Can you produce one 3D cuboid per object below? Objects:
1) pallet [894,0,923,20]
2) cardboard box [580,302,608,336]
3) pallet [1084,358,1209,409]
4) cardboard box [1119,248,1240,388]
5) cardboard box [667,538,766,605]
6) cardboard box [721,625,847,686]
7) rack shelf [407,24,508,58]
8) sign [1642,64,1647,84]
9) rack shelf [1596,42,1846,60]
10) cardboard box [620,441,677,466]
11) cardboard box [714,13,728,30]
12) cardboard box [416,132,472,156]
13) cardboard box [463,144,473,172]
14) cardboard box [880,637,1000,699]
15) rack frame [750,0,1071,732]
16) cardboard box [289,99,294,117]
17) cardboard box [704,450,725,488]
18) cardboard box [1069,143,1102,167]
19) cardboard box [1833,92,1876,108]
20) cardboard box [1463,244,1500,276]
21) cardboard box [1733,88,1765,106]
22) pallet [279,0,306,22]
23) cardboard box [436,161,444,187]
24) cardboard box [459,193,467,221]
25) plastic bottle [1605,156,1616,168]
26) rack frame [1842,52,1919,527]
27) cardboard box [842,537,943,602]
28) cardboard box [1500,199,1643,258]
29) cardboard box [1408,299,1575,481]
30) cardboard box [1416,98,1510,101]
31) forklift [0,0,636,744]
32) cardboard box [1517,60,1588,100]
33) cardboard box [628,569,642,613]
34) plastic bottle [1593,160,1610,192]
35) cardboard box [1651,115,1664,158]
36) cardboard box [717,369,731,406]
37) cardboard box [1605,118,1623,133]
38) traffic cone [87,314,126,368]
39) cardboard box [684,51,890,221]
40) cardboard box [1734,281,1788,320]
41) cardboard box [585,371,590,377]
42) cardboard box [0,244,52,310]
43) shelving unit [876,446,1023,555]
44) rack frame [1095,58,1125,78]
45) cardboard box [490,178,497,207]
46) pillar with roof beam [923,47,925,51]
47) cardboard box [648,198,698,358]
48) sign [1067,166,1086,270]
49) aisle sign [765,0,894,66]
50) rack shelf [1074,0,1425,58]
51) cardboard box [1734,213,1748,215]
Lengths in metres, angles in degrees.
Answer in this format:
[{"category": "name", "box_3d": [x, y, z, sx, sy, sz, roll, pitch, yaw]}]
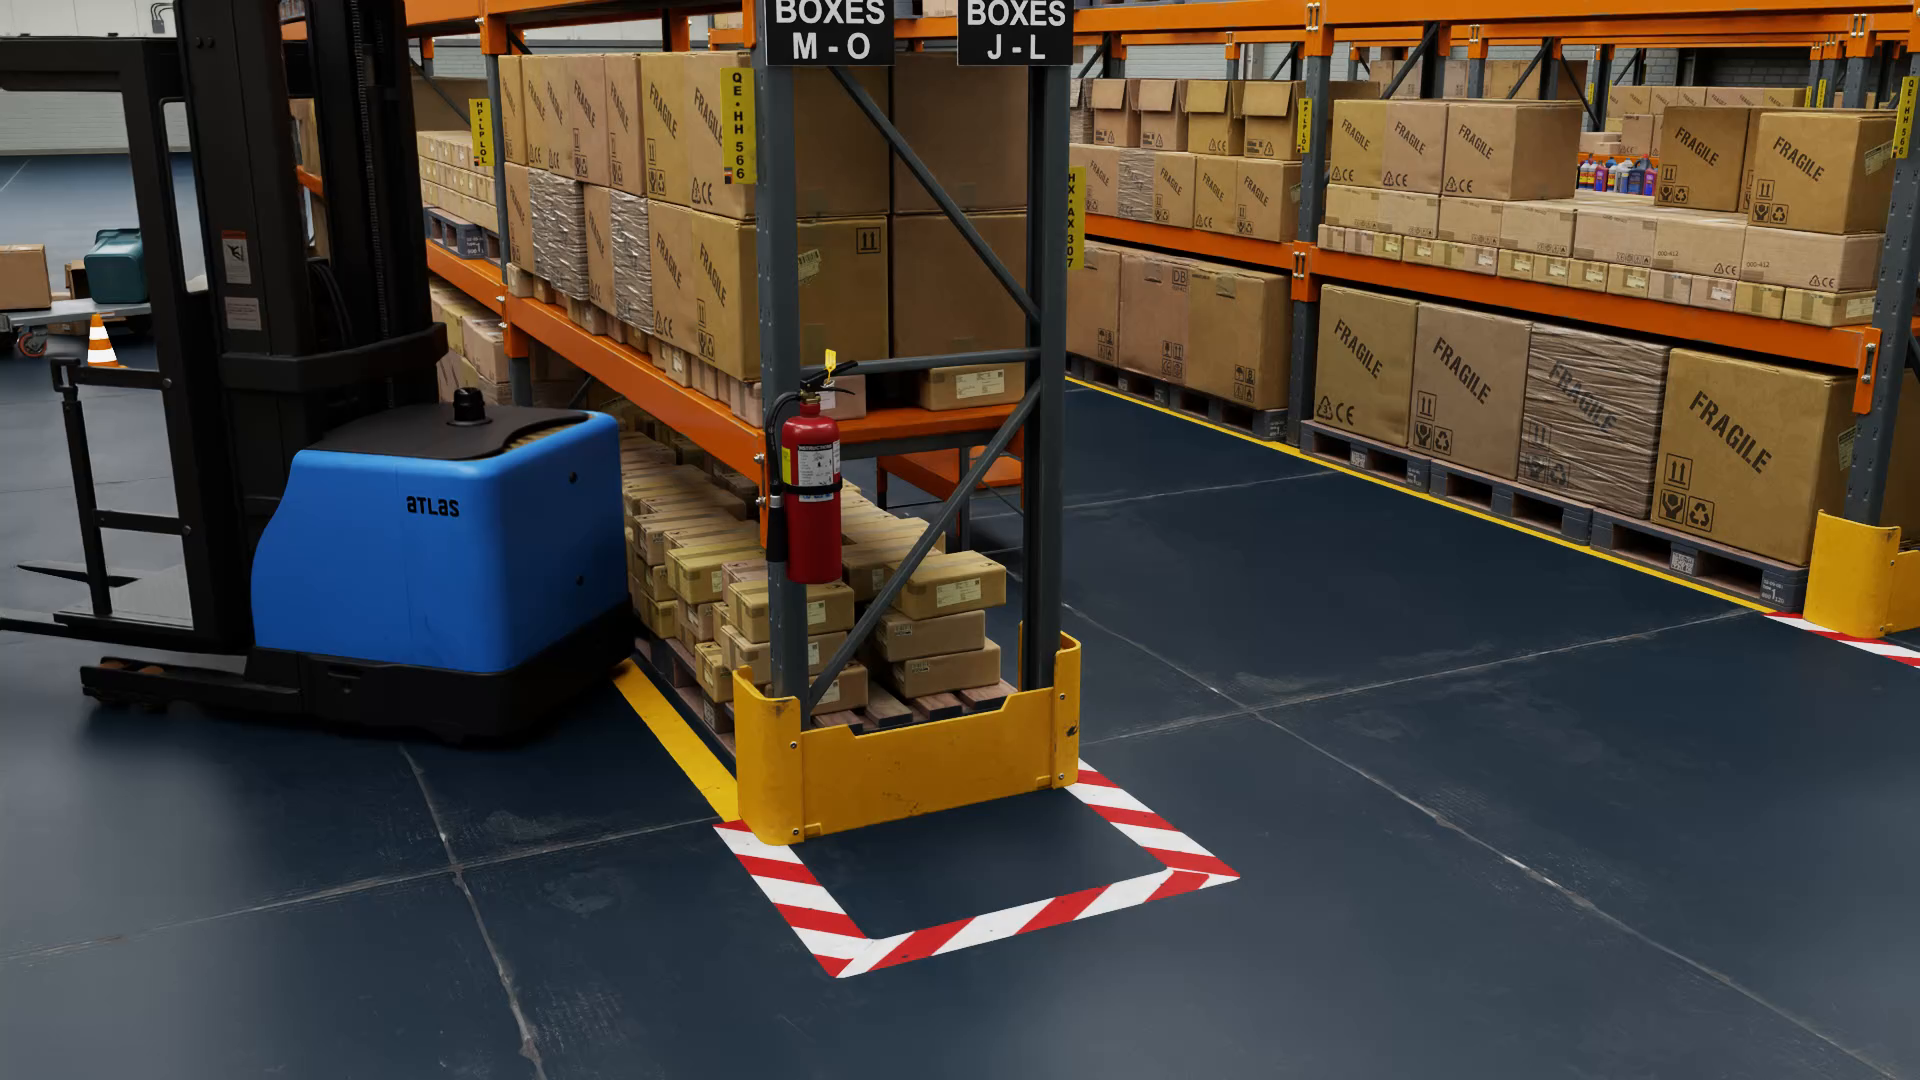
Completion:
[{"category": "pallet", "box_3d": [-0.254, -5.027, 15.734, 1.213, 0.211, 1.003, -8, 18, -25]}, {"category": "cardboard box", "box_3d": [-1.434, -0.989, 7.216, 0.380, 0.149, 0.250, -7, 17, -22]}, {"category": "pallet", "box_3d": [1.675, -1.260, 12.758, 1.003, 0.211, 1.213, -8, 18, -25]}, {"category": "cardboard box", "box_3d": [1.928, -1.673, 12.234, 1.225, 0.875, 0.875, -8, 18, -27]}, {"category": "cardboard box", "box_3d": [-0.878, 0.115, 6.240, 0.380, 0.149, 0.250, -8, 18, -26]}, {"category": "cardboard box", "box_3d": [-0.620, 0.380, 5.855, 0.380, 0.149, 0.250, -8, 18, -26]}, {"category": "rack shelf", "box_3d": [-4.513, -4.124, 13.551, 1.077, 0.370, 4.000, -8, 18, -25]}, {"category": "sign", "box_3d": [11.227, -7.657, 27.322, 0.100, 0.325, 0.005, -8, 18, -25]}, {"category": "rack shelf", "box_3d": [11.596, -7.486, 25.266, 1.077, 0.370, 4.000, -8, 18, -25]}, {"category": "cardboard box", "box_3d": [-1.562, -0.354, 7.873, 0.380, 0.149, 0.250, -8, 18, -26]}, {"category": "cardboard box", "box_3d": [-2.660, -6.309, 20.133, 0.500, 0.250, 0.500, -7, 17, -23]}, {"category": "cardboard box", "box_3d": [-3.488, -2.695, 11.320, 0.380, 0.149, 0.250, -8, 18, -26]}, {"category": "cardboard box", "box_3d": [-2.685, -2.241, 9.737, 0.380, 0.149, 0.250, -8, 18, -27]}, {"category": "cardboard box", "box_3d": [-0.074, 0.451, 6.148, 0.380, 0.149, 0.250, -7, 18, -24]}, {"category": "rack frame", "box_3d": [-0.132, -0.549, 5.225, 1.000, 3.000, 0.127, -8, 18, -25]}, {"category": "cardboard box", "box_3d": [-7.014, -5.011, 18.543, 0.875, 0.550, 0.550, -8, 18, -25]}, {"category": "cardboard box", "box_3d": [-0.986, -0.352, 7.868, 0.380, 0.149, 0.250, -9, 18, -28]}, {"category": "cardboard box", "box_3d": [1.063, -2.874, 13.146, 0.500, 0.500, 0.500, -8, 18, -26]}, {"category": "cardboard box", "box_3d": [12.664, -6.023, 23.324, 0.700, 0.500, 0.500, -8, 18, -25]}, {"category": "cardboard box", "box_3d": [3.018, -1.559, 9.202, 0.380, 0.149, 0.250, -7, 18, -24]}, {"category": "cardboard box", "box_3d": [11.763, -6.395, 24.474, 0.500, 0.500, 0.500, -8, 18, -25]}, {"category": "pallet", "box_3d": [-6.807, -5.733, 18.012, 1.003, 0.211, 1.213, -8, 18, -25]}, {"category": "cardboard box", "box_3d": [-3.146, -2.355, 10.675, 0.380, 0.149, 0.250, -8, 18, -25]}, {"category": "cardboard box", "box_3d": [-2.810, -2.019, 10.042, 0.380, 0.149, 0.250, -7, 17, -22]}, {"category": "plastic bottle", "box_3d": [6.100, -3.458, 15.597, 0.097, 0.271, 0.097, 0, 16, 0]}, {"category": "rack frame", "box_3d": [4.371, -1.123, 7.226, 1.000, 3.000, 0.127, -8, 18, -25]}, {"category": "cardboard box", "box_3d": [-0.285, 0.109, 6.262, 0.380, 0.149, 0.250, -7, 18, -24]}, {"category": "cardboard box", "box_3d": [3.244, -1.663, 8.839, 0.500, 0.250, 0.500, -8, 18, -25]}, {"category": "cardboard box", "box_3d": [3.230, -0.899, 9.536, 0.875, 0.875, 0.875, -8, 18, -25]}, {"category": "cardboard box", "box_3d": [3.061, -2.465, 10.274, 0.500, 0.500, 0.500, -7, 17, -23]}, {"category": "forklift", "box_3d": [-2.919, -0.883, 6.515, 3.031, 2.935, 1.130, 5, 17, 17]}, {"category": "cardboard box", "box_3d": [7.821, -6.076, 21.951, 0.700, 0.500, 0.500, -8, 18, -25]}, {"category": "cardboard box", "box_3d": [-1.182, 0.201, 7.018, 0.380, 0.149, 0.250, -7, 18, -24]}, {"category": "plastic bottle", "box_3d": [5.683, -3.211, 14.713, 0.061, 0.283, 0.133, -8, 18, -25]}, {"category": "cardboard box", "box_3d": [8.793, -4.896, 20.191, 0.500, 0.500, 0.500, -8, 18, -25]}, {"category": "cardboard box", "box_3d": [-0.604, -0.541, 5.653, 0.380, 0.149, 0.250, -8, 18, -25]}, {"category": "cardboard box", "box_3d": [10.648, -6.664, 26.771, 0.500, 0.250, 0.500, -8, 18, -27]}, {"category": "traffic cone", "box_3d": [-6.967, -1.592, 13.460, 0.336, 0.463, 0.334, -8, 18, -25]}, {"category": "cardboard box", "box_3d": [-0.556, -1.304, 5.323, 0.500, 0.500, 0.500, -8, 18, -26]}, {"category": "cardboard box", "box_3d": [3.804, -1.115, 7.654, 0.380, 0.149, 0.250, -7, 18, -24]}, {"category": "cardboard box", "box_3d": [-1.970, -1.117, 9.614, 0.500, 0.250, 0.500, -9, 18, -27]}, {"category": "cardboard box", "box_3d": [-8.207, -2.286, 14.438, 0.500, 0.500, 0.500, -8, 18, -25]}, {"category": "shelving unit", "box_3d": [0.003, -0.539, 8.590, 0.538, 1.125, 1.048, -8, 18, -25]}, {"category": "rack frame", "box_3d": [1.814, -5.689, 23.137, 1.000, 3.000, 0.127, -8, 18, -25]}, {"category": "cardboard box", "box_3d": [-2.352, -1.905, 9.105, 0.380, 0.149, 0.250, -8, 18, -25]}, {"category": "pillar with roof beam", "box_3d": [-5.209, -16.619, 50.349, 9.100, 9.000, 0.400, -8, 18, -25]}, {"category": "cardboard box", "box_3d": [-0.781, -0.948, 5.897, 0.500, 0.500, 0.500, -8, 18, -26]}, {"category": "sign", "box_3d": [0.356, -1.030, 5.334, 0.100, 0.325, 0.005, -8, 18, -25]}, {"category": "aisle sign", "box_3d": [-0.370, -1.744, 4.677, 0.394, 0.787, 0.004, -8, 18, -25]}, {"category": "rack shelf", "box_3d": [1.743, -3.707, 12.096, 1.077, 0.370, 4.000, -8, 18, -25]}, {"category": "cardboard box", "box_3d": [4.170, -1.474, 8.181, 0.500, 0.250, 0.500, -8, 18, -26]}]
